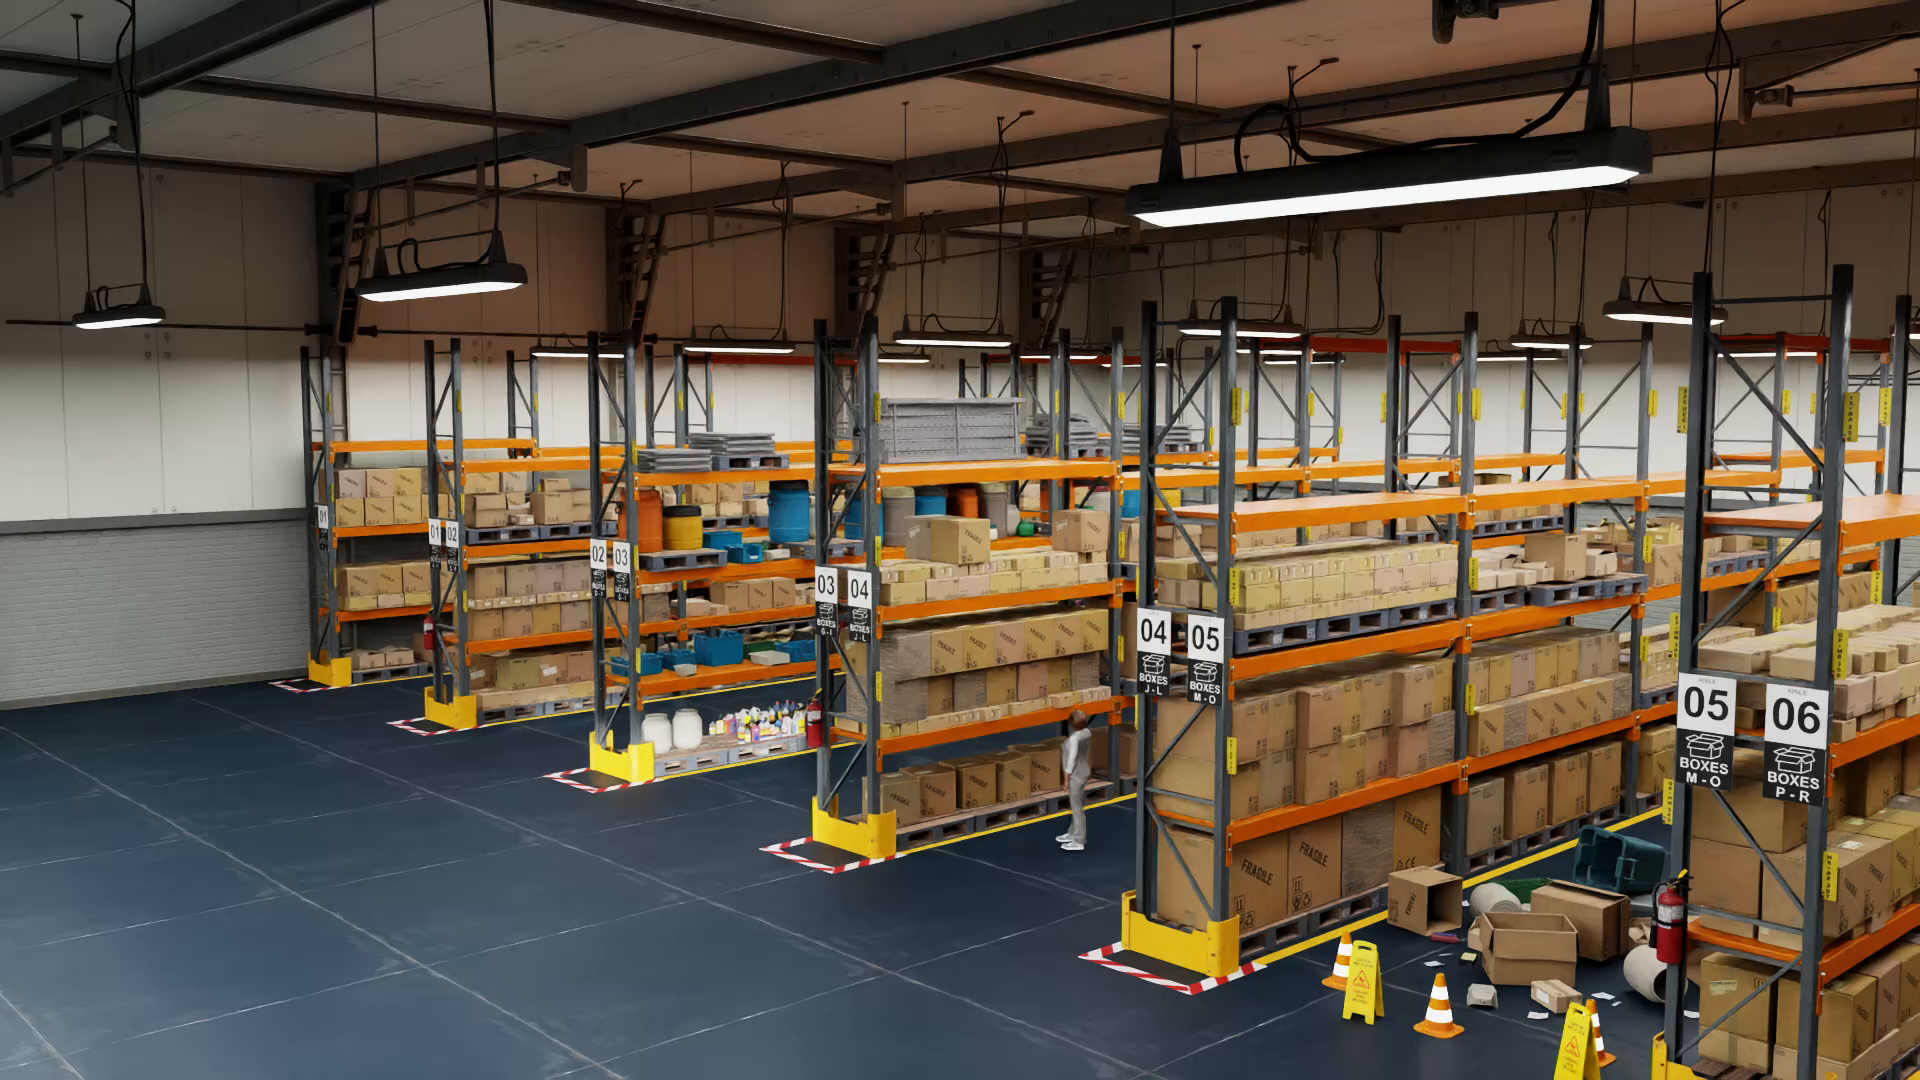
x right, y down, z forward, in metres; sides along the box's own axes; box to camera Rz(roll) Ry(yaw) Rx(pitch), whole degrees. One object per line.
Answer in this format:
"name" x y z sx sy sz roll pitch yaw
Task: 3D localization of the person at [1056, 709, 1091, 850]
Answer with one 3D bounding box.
"person" 1.273 2.707 18.901 0.416 1.581 0.480 1 5 13
